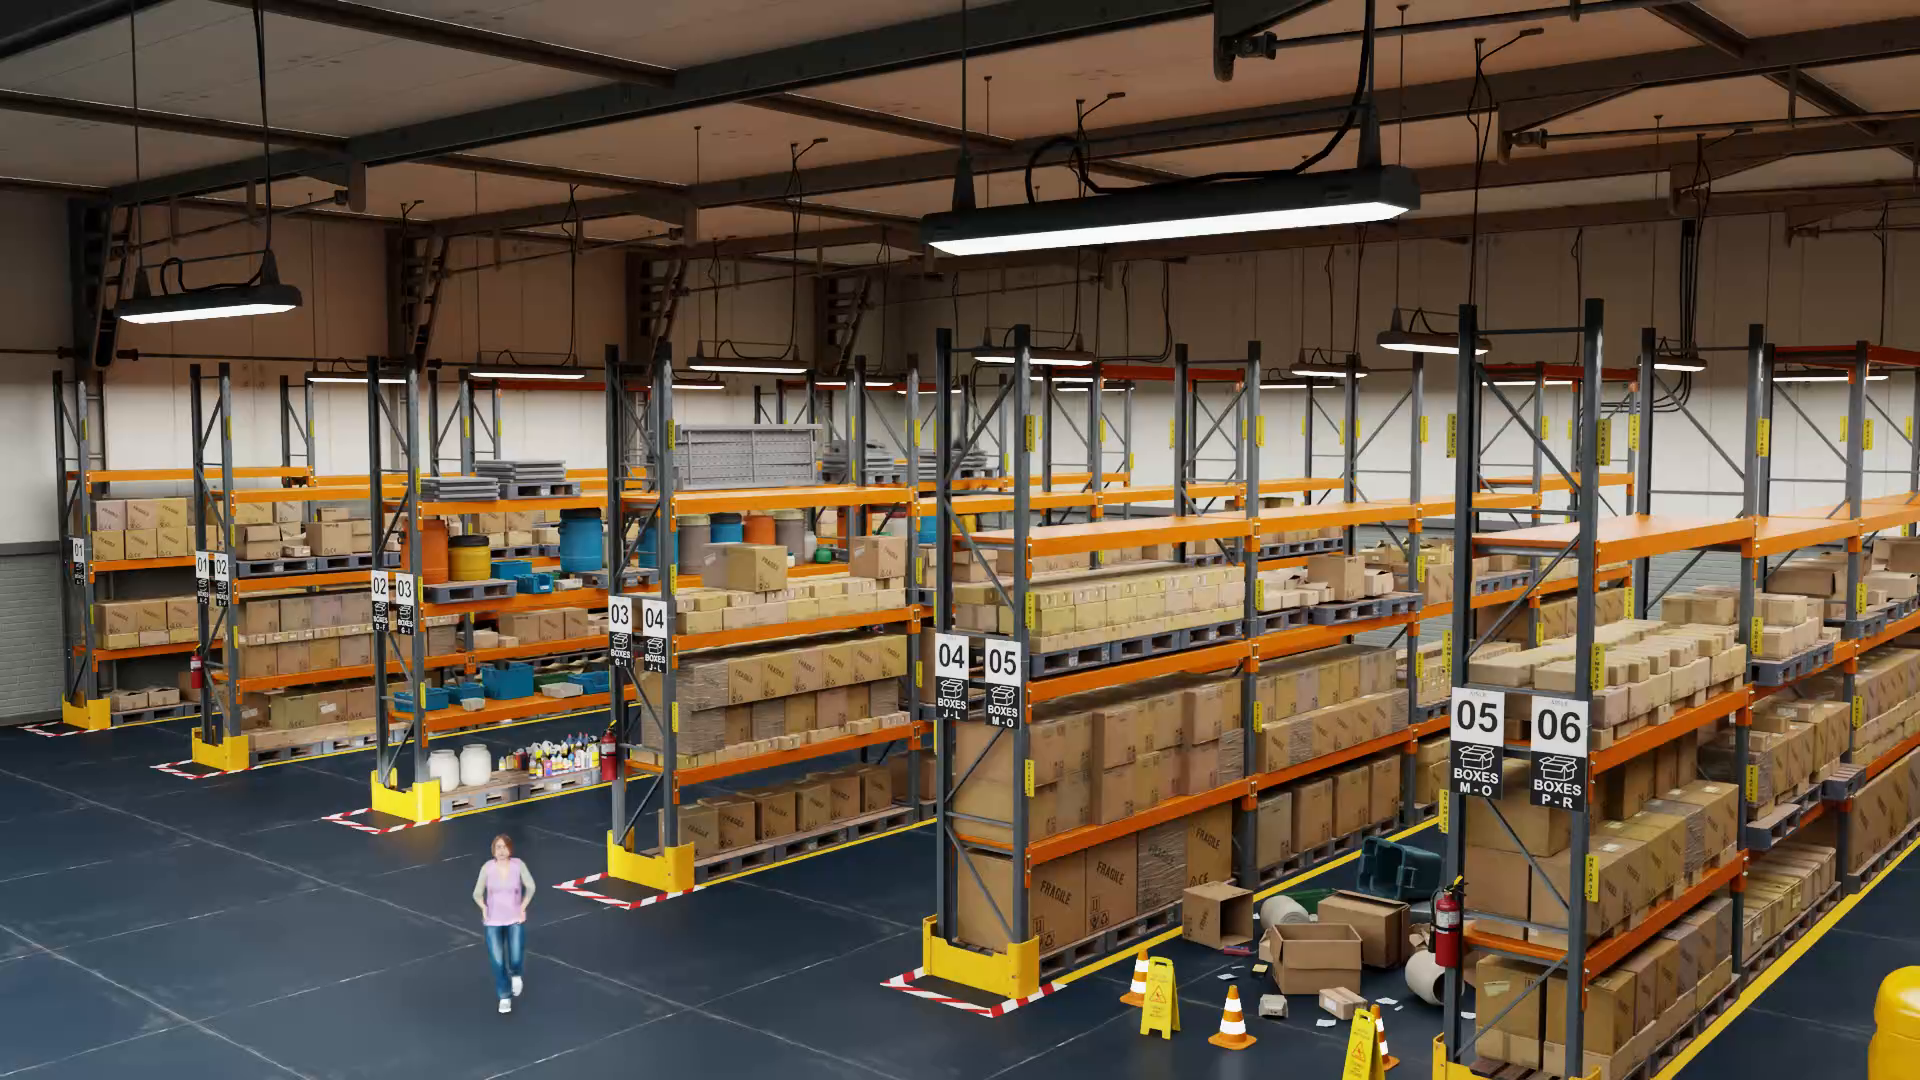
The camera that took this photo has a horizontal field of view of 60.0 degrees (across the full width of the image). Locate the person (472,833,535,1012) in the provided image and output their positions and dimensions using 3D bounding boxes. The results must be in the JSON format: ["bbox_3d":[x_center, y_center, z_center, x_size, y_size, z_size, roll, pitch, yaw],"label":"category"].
[{"bbox_3d":[-3.980,3.339,14.519,0.531,1.552,0.555,-1,4,-12],"label":"person"}]

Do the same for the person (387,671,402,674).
[{"bbox_3d":[-9.808,2.236,28.946,0.732,1.744,0.671,-4,6,-41],"label":"person"}]
